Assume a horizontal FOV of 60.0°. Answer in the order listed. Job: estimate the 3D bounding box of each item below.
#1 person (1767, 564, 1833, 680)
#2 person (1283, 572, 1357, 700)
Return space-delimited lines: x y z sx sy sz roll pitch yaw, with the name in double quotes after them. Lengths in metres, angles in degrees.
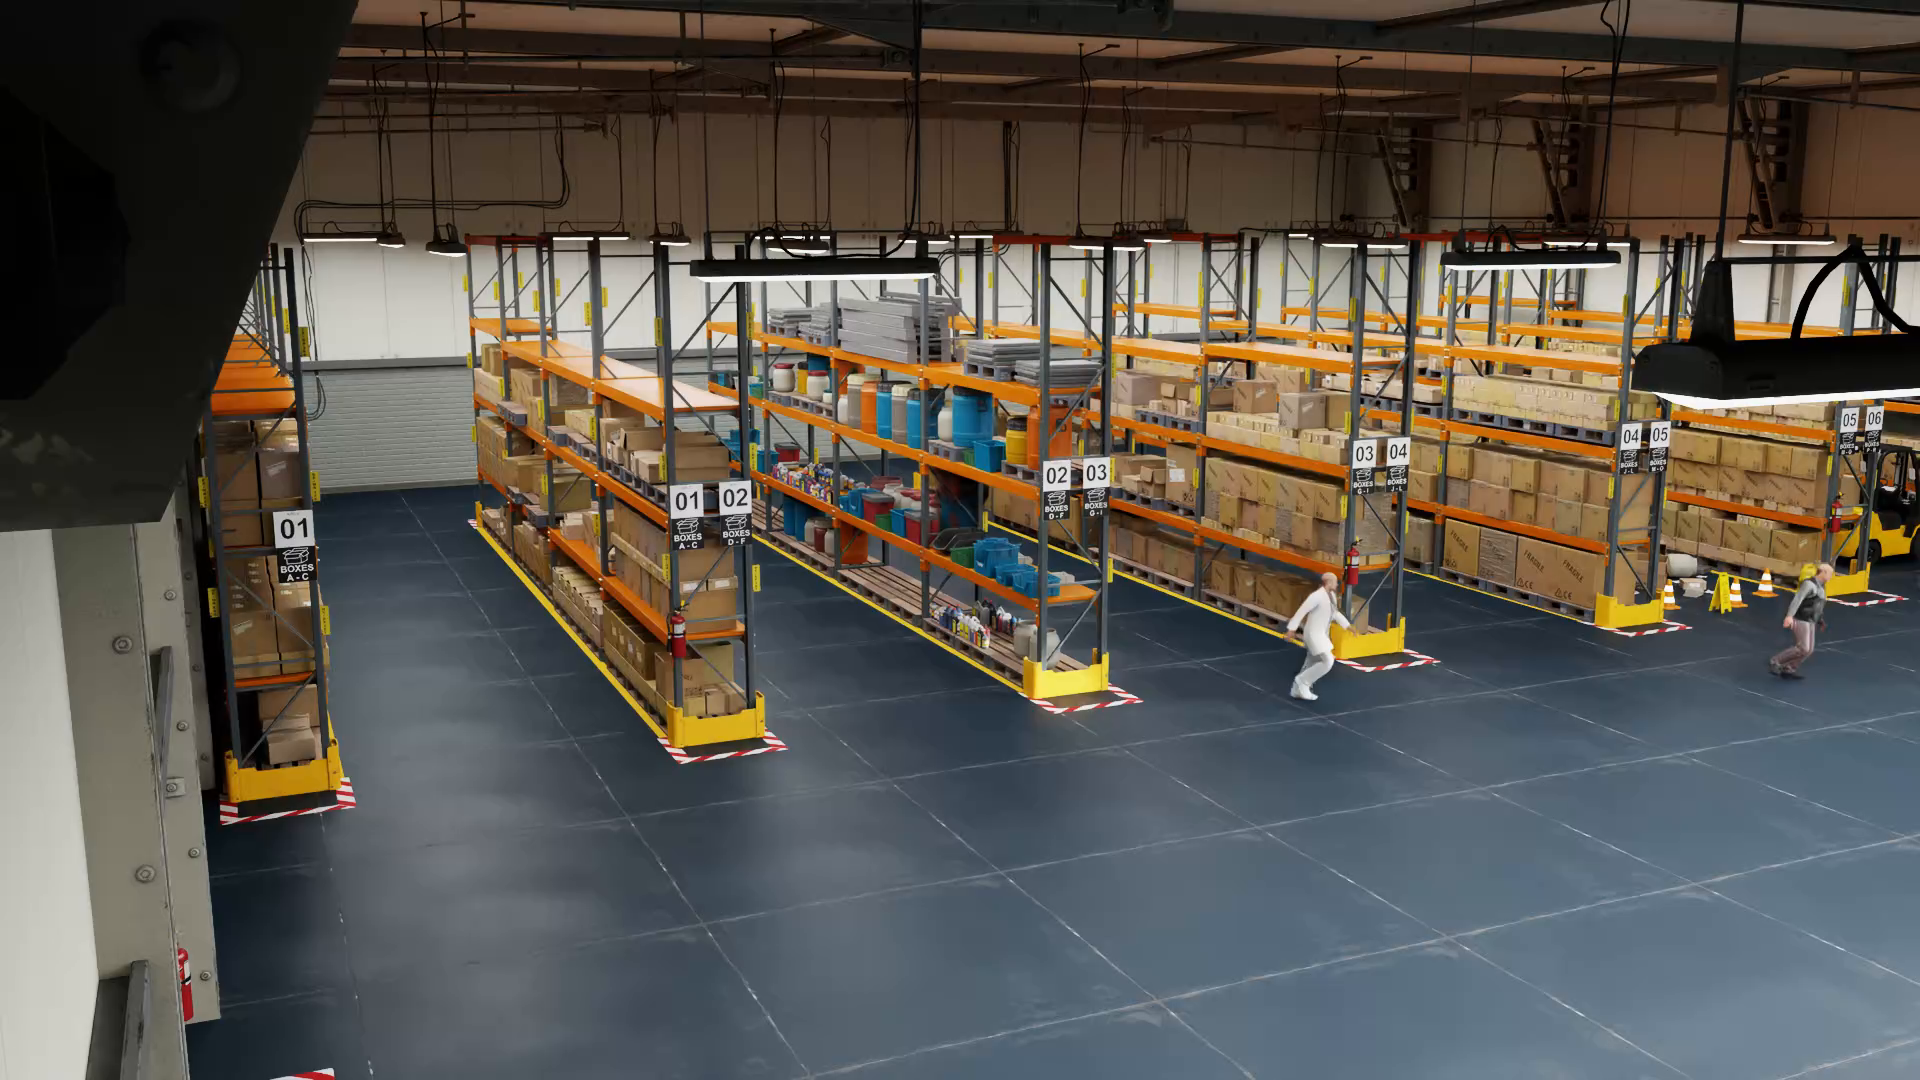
11.622 1.121 22.991 0.780 1.640 0.621 -11 15 -44 "person"
4.784 1.278 21.972 0.828 1.743 0.700 6 13 30 "person"
